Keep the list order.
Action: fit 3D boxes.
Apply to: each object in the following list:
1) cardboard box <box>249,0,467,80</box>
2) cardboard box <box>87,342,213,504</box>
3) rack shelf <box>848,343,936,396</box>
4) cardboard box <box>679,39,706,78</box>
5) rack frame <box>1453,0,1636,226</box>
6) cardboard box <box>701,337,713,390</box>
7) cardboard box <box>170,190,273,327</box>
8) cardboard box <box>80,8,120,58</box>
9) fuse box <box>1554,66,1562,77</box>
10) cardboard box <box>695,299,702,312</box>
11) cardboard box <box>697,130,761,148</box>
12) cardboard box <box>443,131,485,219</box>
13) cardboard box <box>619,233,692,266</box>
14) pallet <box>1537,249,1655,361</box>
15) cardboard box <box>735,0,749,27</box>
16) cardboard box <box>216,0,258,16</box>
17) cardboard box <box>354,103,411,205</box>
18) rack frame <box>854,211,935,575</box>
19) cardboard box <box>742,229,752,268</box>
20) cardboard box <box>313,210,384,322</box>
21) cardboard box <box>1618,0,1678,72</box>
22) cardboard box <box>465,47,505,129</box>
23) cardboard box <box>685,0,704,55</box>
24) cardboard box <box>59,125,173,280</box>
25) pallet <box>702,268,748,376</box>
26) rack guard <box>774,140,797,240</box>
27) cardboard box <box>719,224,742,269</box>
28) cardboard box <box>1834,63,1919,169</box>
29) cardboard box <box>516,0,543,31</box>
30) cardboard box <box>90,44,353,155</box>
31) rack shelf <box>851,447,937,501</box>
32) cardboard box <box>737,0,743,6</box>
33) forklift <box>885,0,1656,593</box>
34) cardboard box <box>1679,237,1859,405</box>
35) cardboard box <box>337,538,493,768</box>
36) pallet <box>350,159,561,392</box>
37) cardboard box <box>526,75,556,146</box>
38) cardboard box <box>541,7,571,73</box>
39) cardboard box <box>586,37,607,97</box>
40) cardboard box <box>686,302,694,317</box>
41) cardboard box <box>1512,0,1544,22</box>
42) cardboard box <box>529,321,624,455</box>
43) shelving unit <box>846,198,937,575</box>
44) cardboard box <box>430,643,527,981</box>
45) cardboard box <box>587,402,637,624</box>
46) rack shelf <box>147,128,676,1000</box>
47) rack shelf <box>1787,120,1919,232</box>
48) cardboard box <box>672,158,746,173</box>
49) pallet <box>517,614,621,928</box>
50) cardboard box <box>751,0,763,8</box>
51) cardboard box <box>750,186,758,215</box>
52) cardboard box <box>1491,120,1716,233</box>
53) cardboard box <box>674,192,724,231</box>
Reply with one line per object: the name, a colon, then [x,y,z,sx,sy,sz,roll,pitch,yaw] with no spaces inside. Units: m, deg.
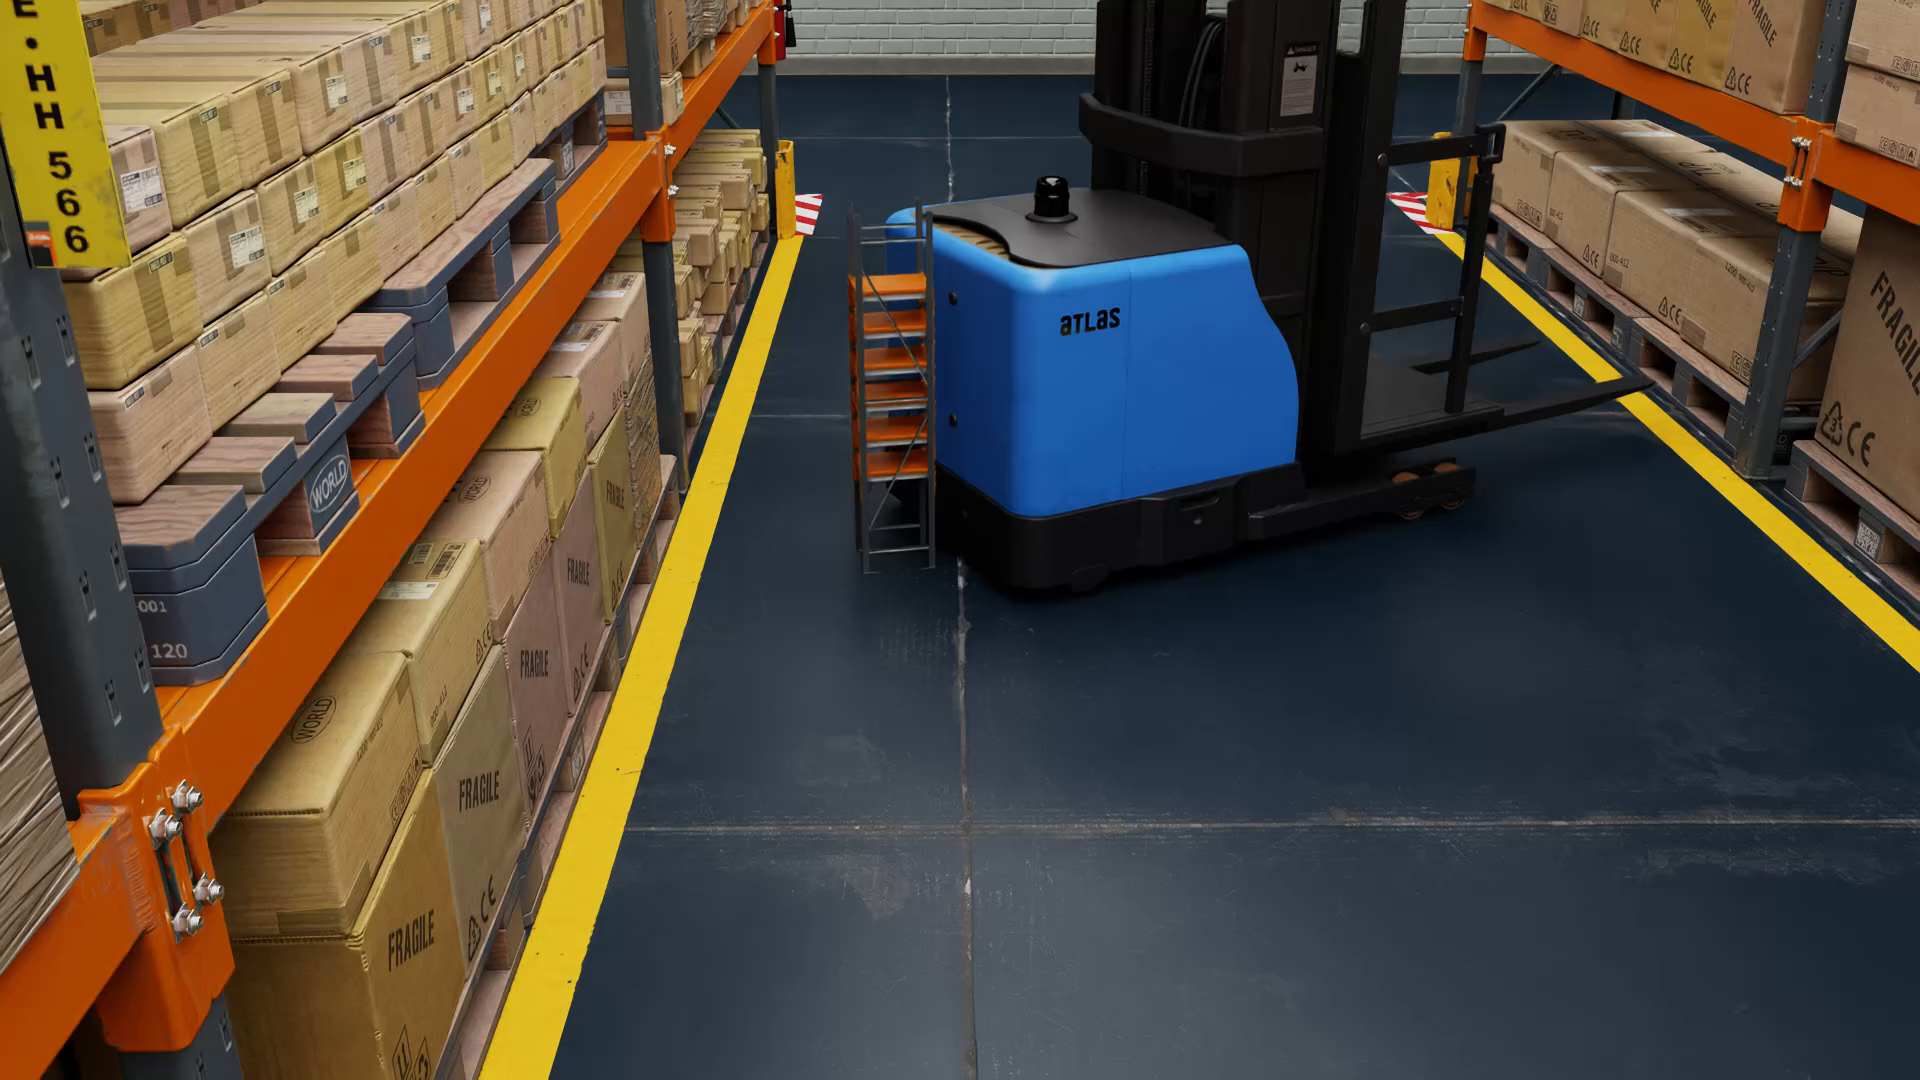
cardboard box: [-1.290,-1.084,3.579,0.380,0.149,0.250,-1,24,-1]
cardboard box: [-1.267,-0.162,2.264,0.380,0.149,0.250,-1,24,-1]
rack shelf: [-0.218,-0.547,5.319,0.258,0.103,0.180,-5,25,-10]
cardboard box: [-1.251,-1.984,6.802,0.380,0.149,0.250,0,24,0]
rack frame: [3.397,-3.260,9.319,1.000,3.000,0.127,0,24,-1]
cardboard box: [-1.193,-0.702,6.612,0.380,0.149,0.250,0,24,1]
cardboard box: [-1.274,-0.424,2.482,0.380,0.149,0.250,1,24,2]
cardboard box: [-1.940,-0.981,3.352,0.380,0.149,0.250,1,24,2]
fuse box: [5.414,-4.946,14.610,0.539,1.711,0.414,0,24,-1]
cardboard box: [-1.339,-1.019,7.313,0.380,0.149,0.250,-1,24,-3]
cardboard box: [-1.292,-2.143,9.076,0.380,0.149,0.250,0,24,0]
cardboard box: [-1.285,-0.816,3.709,0.380,0.149,0.250,-1,24,-2]
cardboard box: [-1.326,-1.180,6.946,0.380,0.149,0.250,-1,24,-2]
pallet: [3.495,-1.159,8.057,1.003,0.211,1.213,0,24,-1]
cardboard box: [-1.256,-2.638,8.248,0.380,0.149,0.250,0,24,1]
cardboard box: [-1.950,-1.303,4.064,0.380,0.149,0.250,0,24,-1]
cardboard box: [-1.285,-0.741,3.182,0.380,0.149,0.250,0,24,0]
rack frame: [-0.201,-0.441,5.269,0.240,1.200,0.006,-5,25,-10]
cardboard box: [-1.235,-1.452,8.270,0.380,0.149,0.250,-1,24,-3]
cardboard box: [-1.278,-0.495,3.000,0.380,0.149,0.250,1,24,2]
cardboard box: [3.149,-2.267,7.001,0.500,0.500,0.500,-1,24,-1]
cardboard box: [-1.288,-1.054,3.876,0.380,0.149,0.250,0,24,0]
cardboard box: [-1.274,-2.138,6.356,0.500,0.500,0.500,0,24,-1]
cardboard box: [-1.276,-0.441,2.159,0.380,0.149,0.250,0,24,0]
pallet: [-1.567,-1.058,7.834,1.003,0.211,1.213,0,24,-1]
rack guard: [-1.551,-2.026,9.624,1.175,0.500,0.348,0,24,-1]
cardboard box: [-1.219,-1.362,7.710,0.380,0.149,0.250,0,24,0]
cardboard box: [3.182,-1.361,5.302,0.500,0.250,0.500,-1,24,-2]
cardboard box: [-1.300,-1.406,4.293,0.380,0.149,0.250,0,24,-1]
cardboard box: [-1.282,-0.760,2.864,0.380,0.149,0.250,-1,24,-3]
rack shelf: [-0.218,-0.219,5.468,0.258,0.103,0.180,-5,25,-10]
cardboard box: [-1.274,-2.772,7.758,0.500,0.500,0.500,0,24,0]
forklift: [1.277,-1.586,5.700,3.031,2.935,1.130,-13,27,-26]
cardboard box: [3.541,-0.895,6.689,0.875,0.438,0.875,-1,24,-1]
cardboard box: [-1.235,0.212,3.256,0.500,0.250,0.500,-1,24,-1]
pallet: [-1.527,-0.628,3.732,1.003,0.211,1.213,0,24,-1]
cardboard box: [-1.299,-1.149,4.447,0.380,0.149,0.250,-1,24,-3]
cardboard box: [-1.302,-1.387,4.611,0.380,0.149,0.250,1,24,2]
cardboard box: [-1.306,-1.462,5.139,0.380,0.149,0.250,-1,24,-2]
cardboard box: [-1.323,-1.042,7.004,0.380,0.149,0.250,-1,24,-3]
cardboard box: [3.149,-2.899,8.398,0.500,0.500,0.500,-1,24,-1]
cardboard box: [-1.255,-0.425,4.663,0.500,0.250,0.500,1,24,2]
shelving unit: [-0.218,-0.478,5.351,0.258,1.200,0.189,-5,25,-10]
cardboard box: [-1.226,0.548,3.423,0.500,0.500,0.500,0,24,0]
cardboard box: [-1.243,-0.085,4.823,0.500,0.500,0.500,-1,24,-2]
rack shelf: [-1.486,-0.396,3.859,1.077,0.370,4.000,0,24,-1]
rack shelf: [3.463,-0.460,4.001,1.077,0.370,4.000,0,24,-1]
cardboard box: [-1.278,-1.826,8.375,0.380,0.149,0.250,-1,24,-3]
pallet: [-1.482,0.547,4.284,1.003,0.211,1.213,0,24,-1]
cardboard box: [-1.265,-2.949,8.935,0.380,0.149,0.250,0,24,0]
cardboard box: [-1.253,-1.794,8.666,0.380,0.149,0.250,-1,24,-3]
cardboard box: [3.504,-2.013,9.160,0.875,0.438,0.875,-1,24,-2]
cardboard box: [-1.296,-1.499,7.652,0.380,0.149,0.250,0,24,0]
